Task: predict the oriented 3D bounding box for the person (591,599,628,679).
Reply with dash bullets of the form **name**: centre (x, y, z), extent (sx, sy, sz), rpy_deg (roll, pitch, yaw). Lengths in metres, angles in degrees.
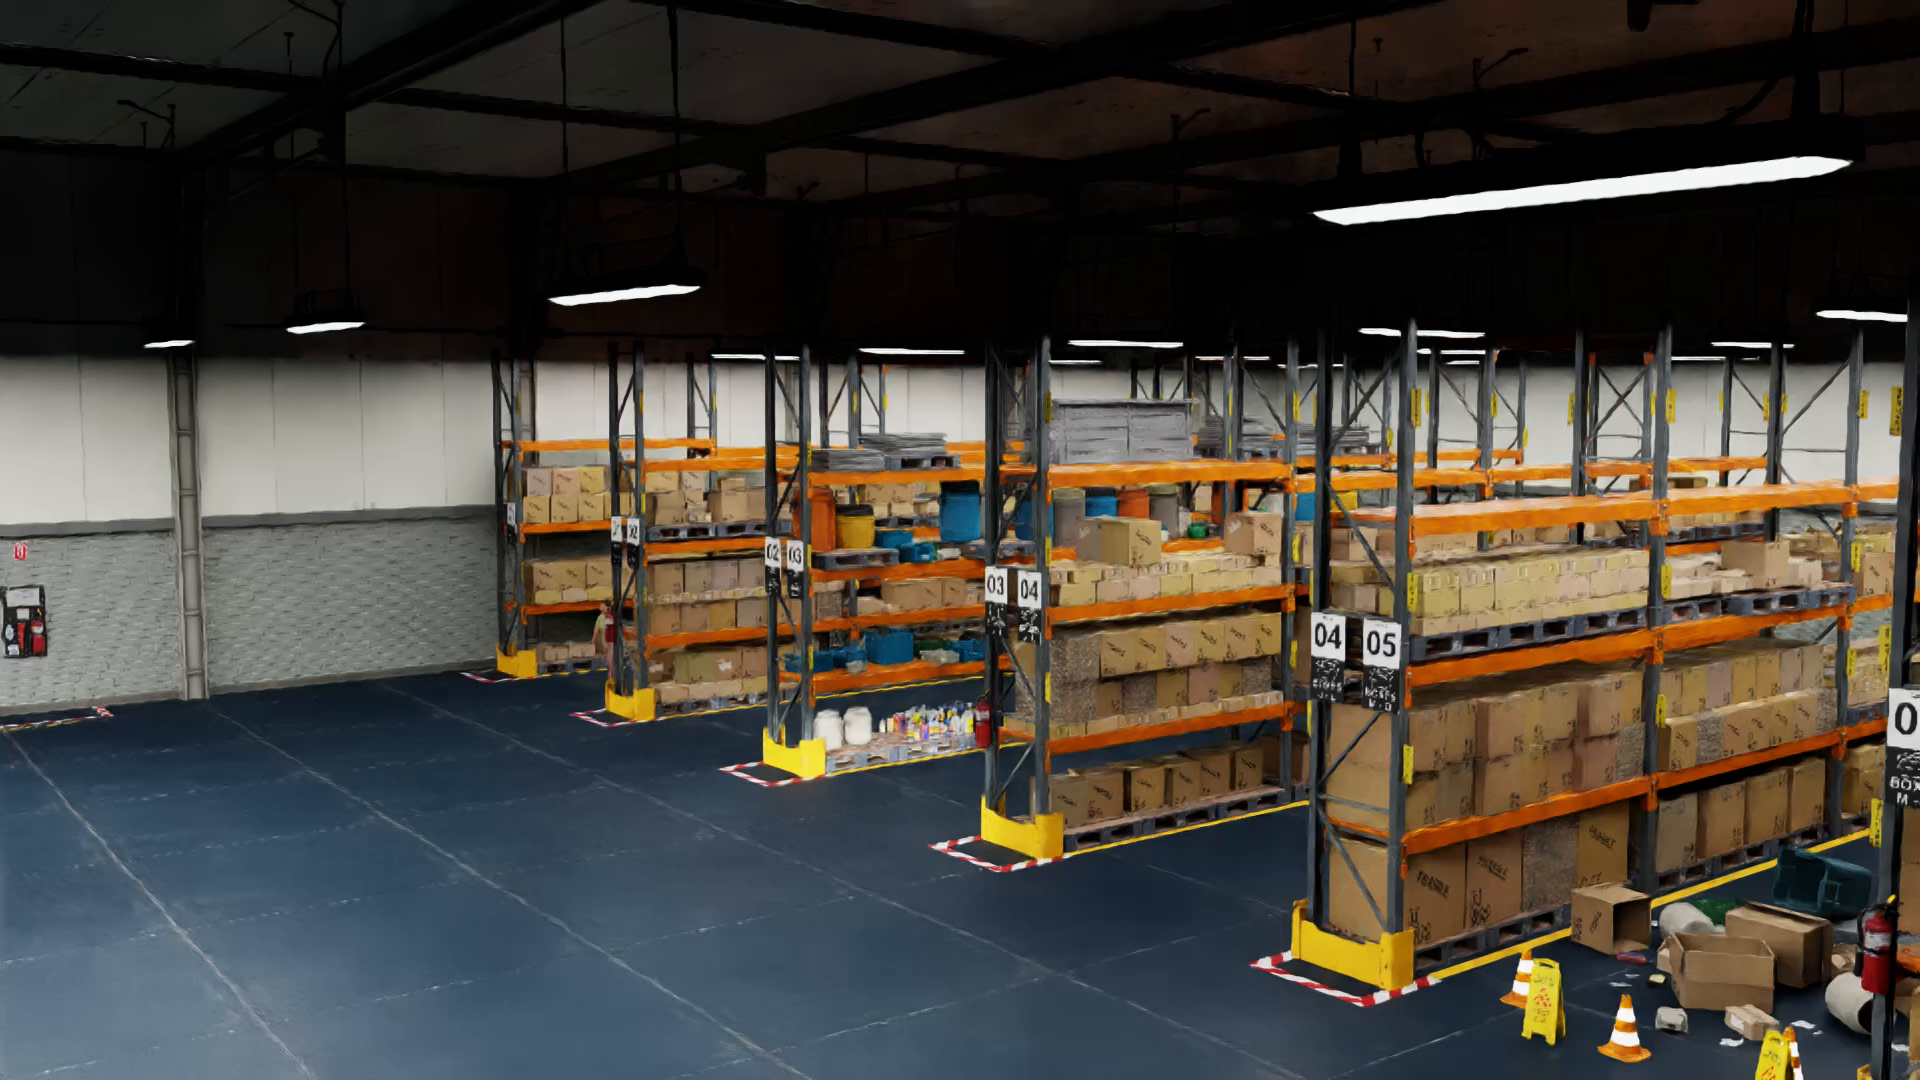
- **person**: centre (-6.055, 1.816, 28.921), extent (0.621, 1.610, 0.790), rpy_deg (3, 6, 33)
